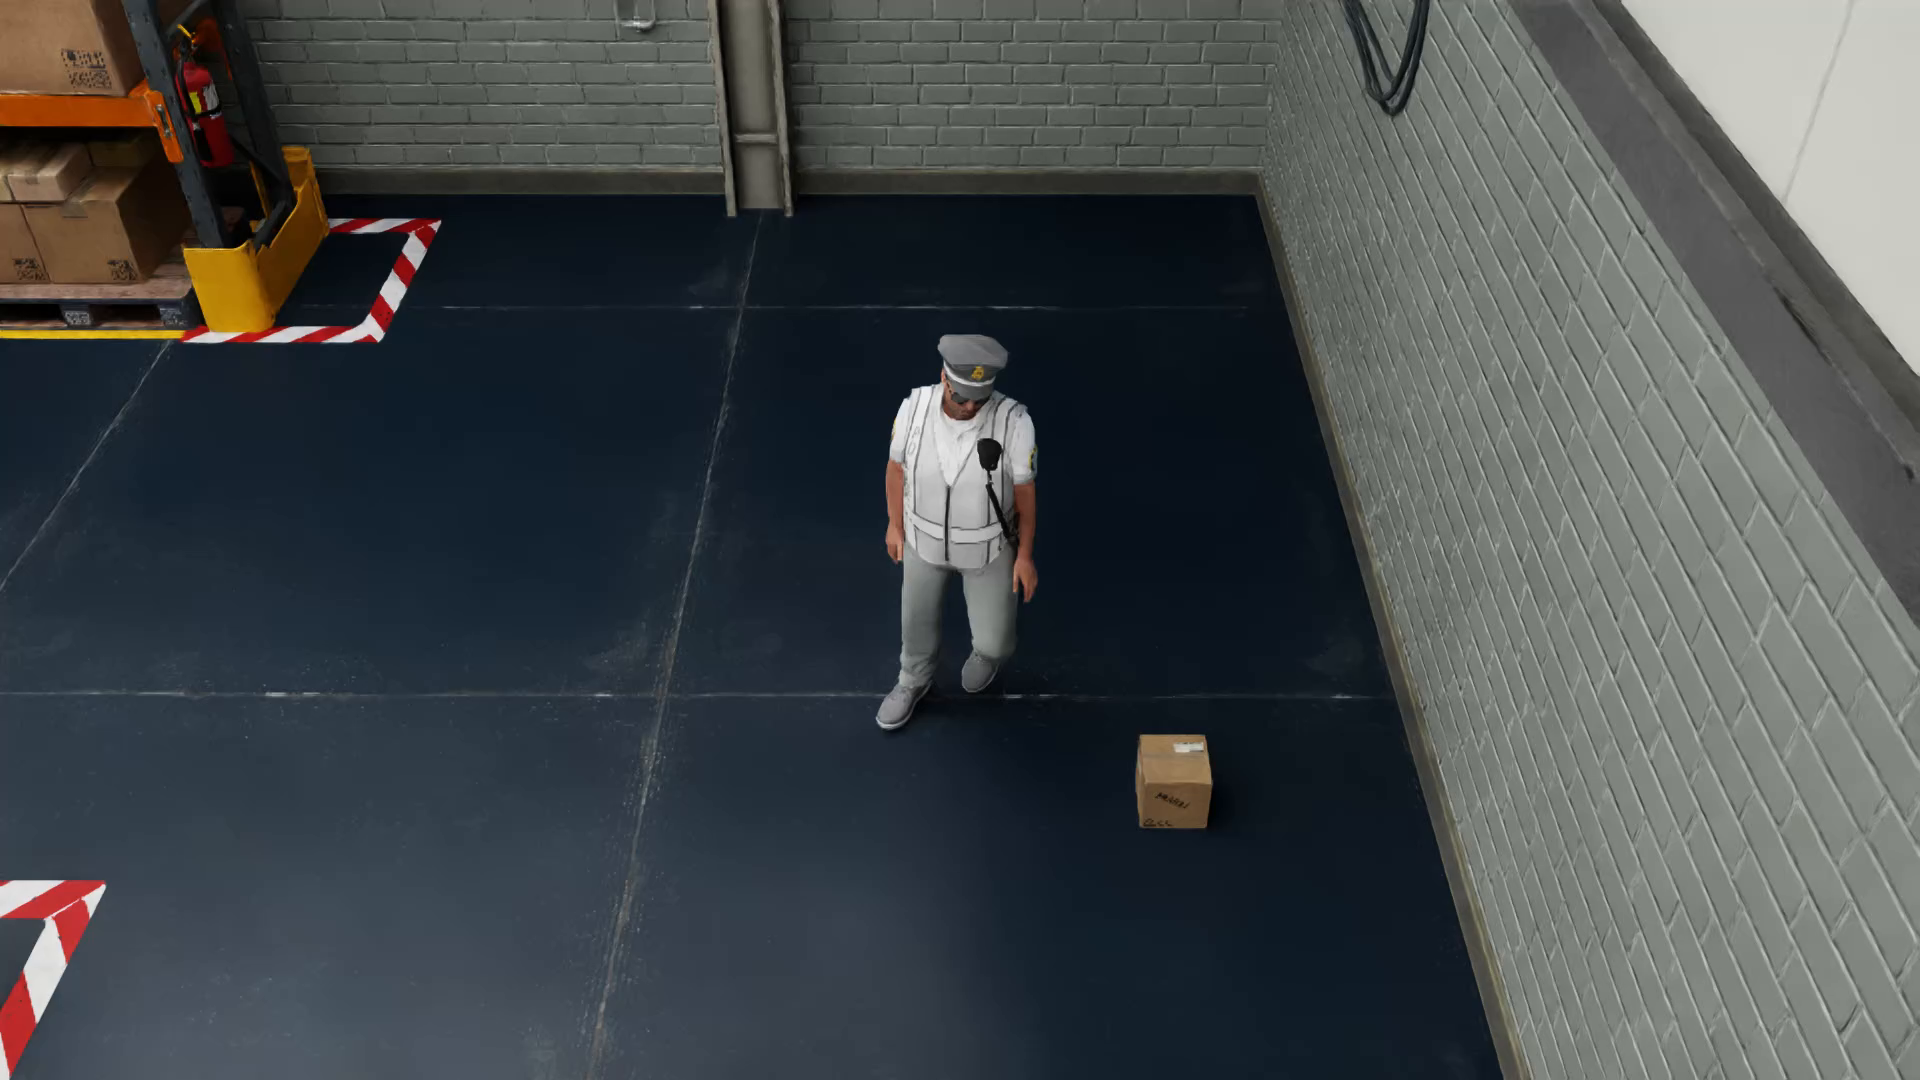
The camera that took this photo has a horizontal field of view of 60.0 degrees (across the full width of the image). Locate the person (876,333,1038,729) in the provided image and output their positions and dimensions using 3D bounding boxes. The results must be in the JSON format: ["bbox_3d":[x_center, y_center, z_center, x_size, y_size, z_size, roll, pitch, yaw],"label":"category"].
[{"bbox_3d":[0.013,-0.027,6.163,0.614,1.741,0.512,10,40,12],"label":"person"}]
